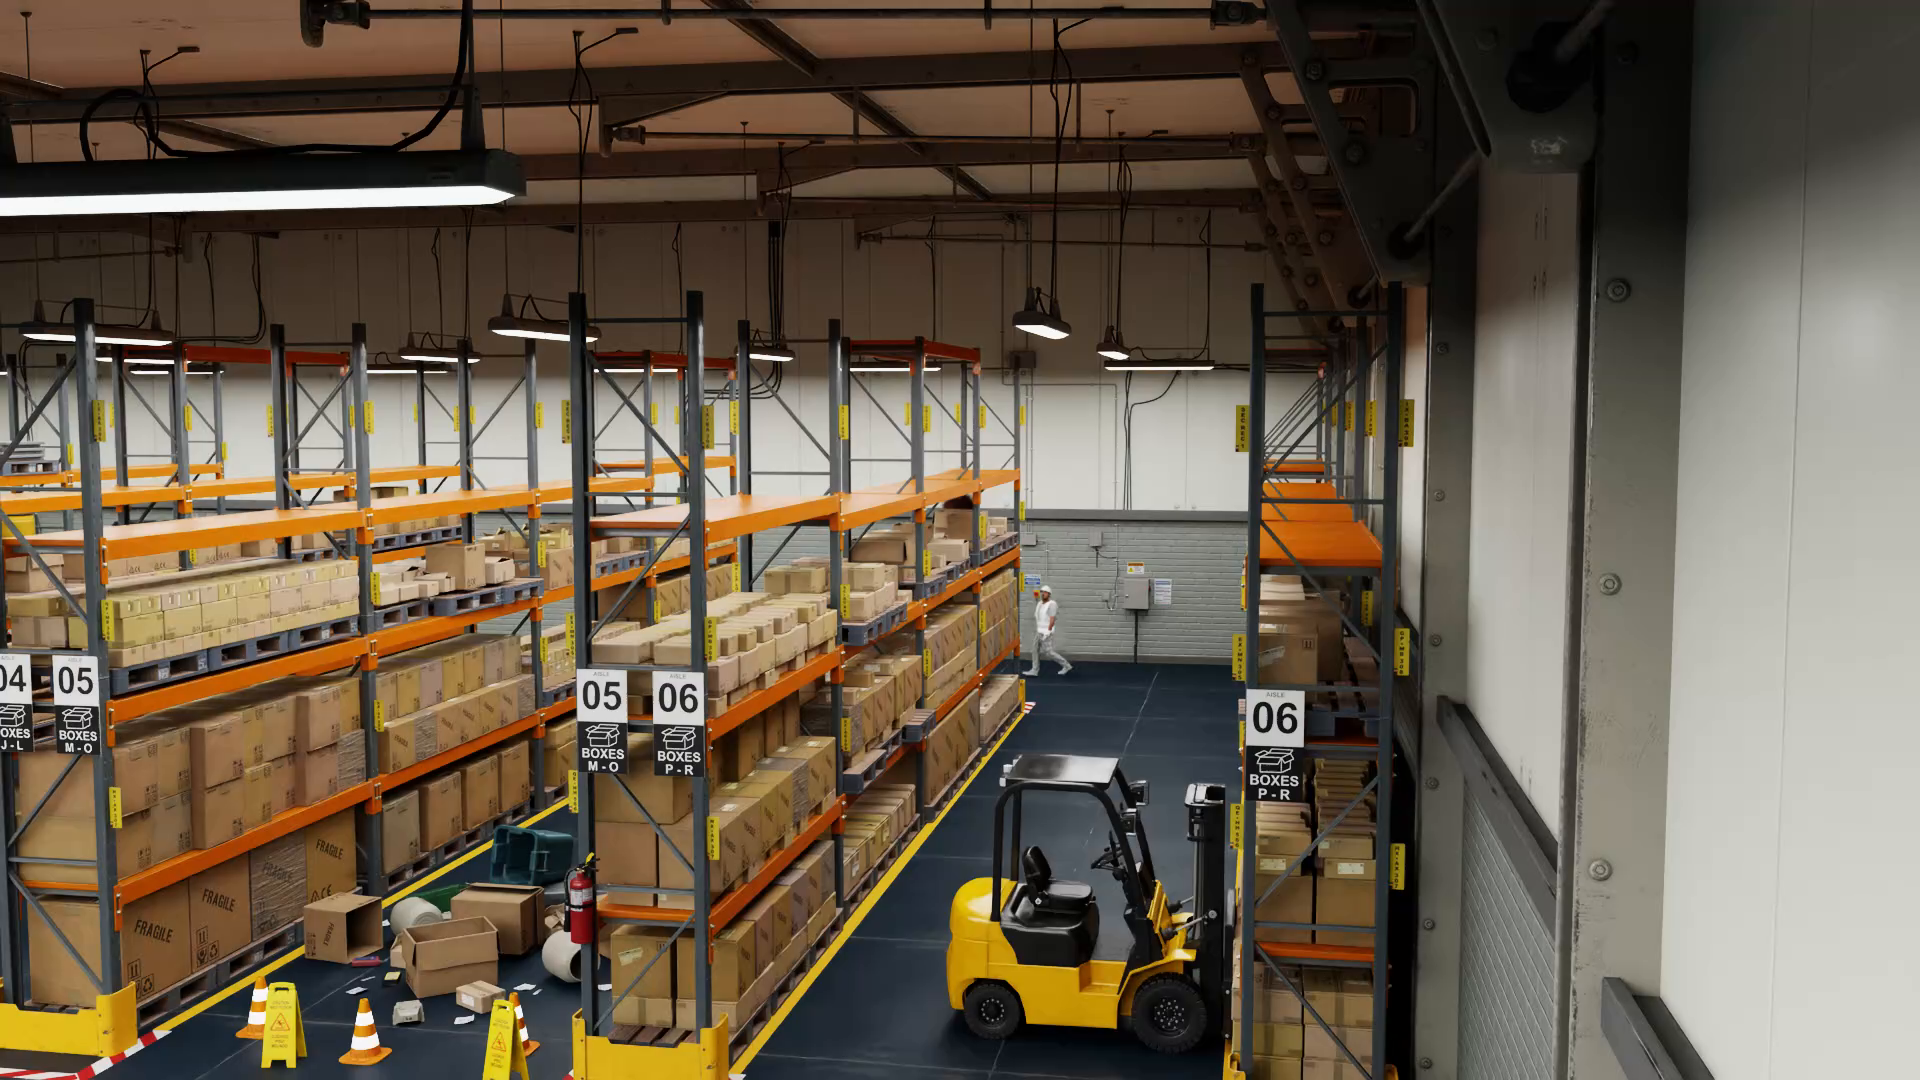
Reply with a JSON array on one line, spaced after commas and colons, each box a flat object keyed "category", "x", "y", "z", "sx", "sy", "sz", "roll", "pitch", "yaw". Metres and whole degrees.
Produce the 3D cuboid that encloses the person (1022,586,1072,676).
[{"category": "person", "x": 1.664, "y": 1.745, "z": 31.674, "sx": 0.957, "sy": 1.747, "sz": 0.616, "roll": 0, "pitch": 5, "yaw": 3}]
